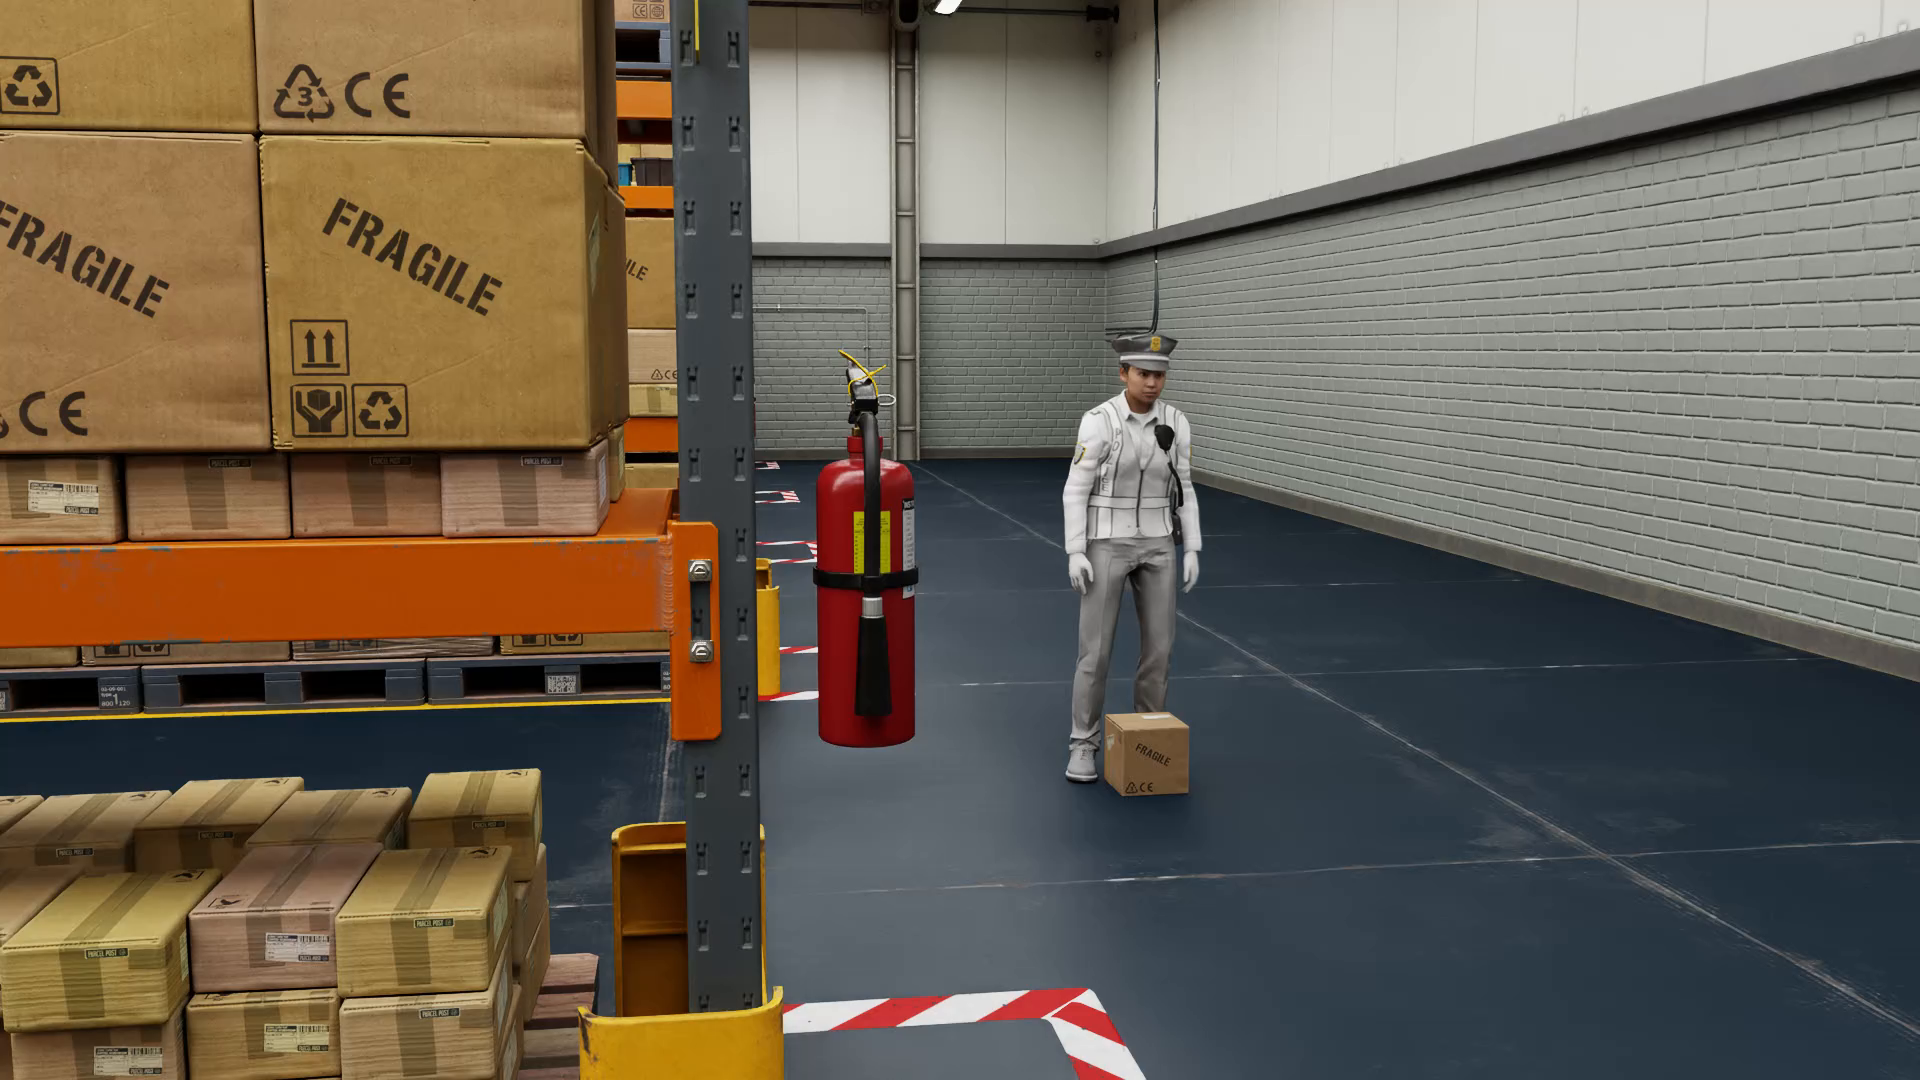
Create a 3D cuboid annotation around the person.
[{"bbox_3d":[0.652,0.059,6.299,0.547,1.667,0.369,-1,7,-12],"label":"person"}]
